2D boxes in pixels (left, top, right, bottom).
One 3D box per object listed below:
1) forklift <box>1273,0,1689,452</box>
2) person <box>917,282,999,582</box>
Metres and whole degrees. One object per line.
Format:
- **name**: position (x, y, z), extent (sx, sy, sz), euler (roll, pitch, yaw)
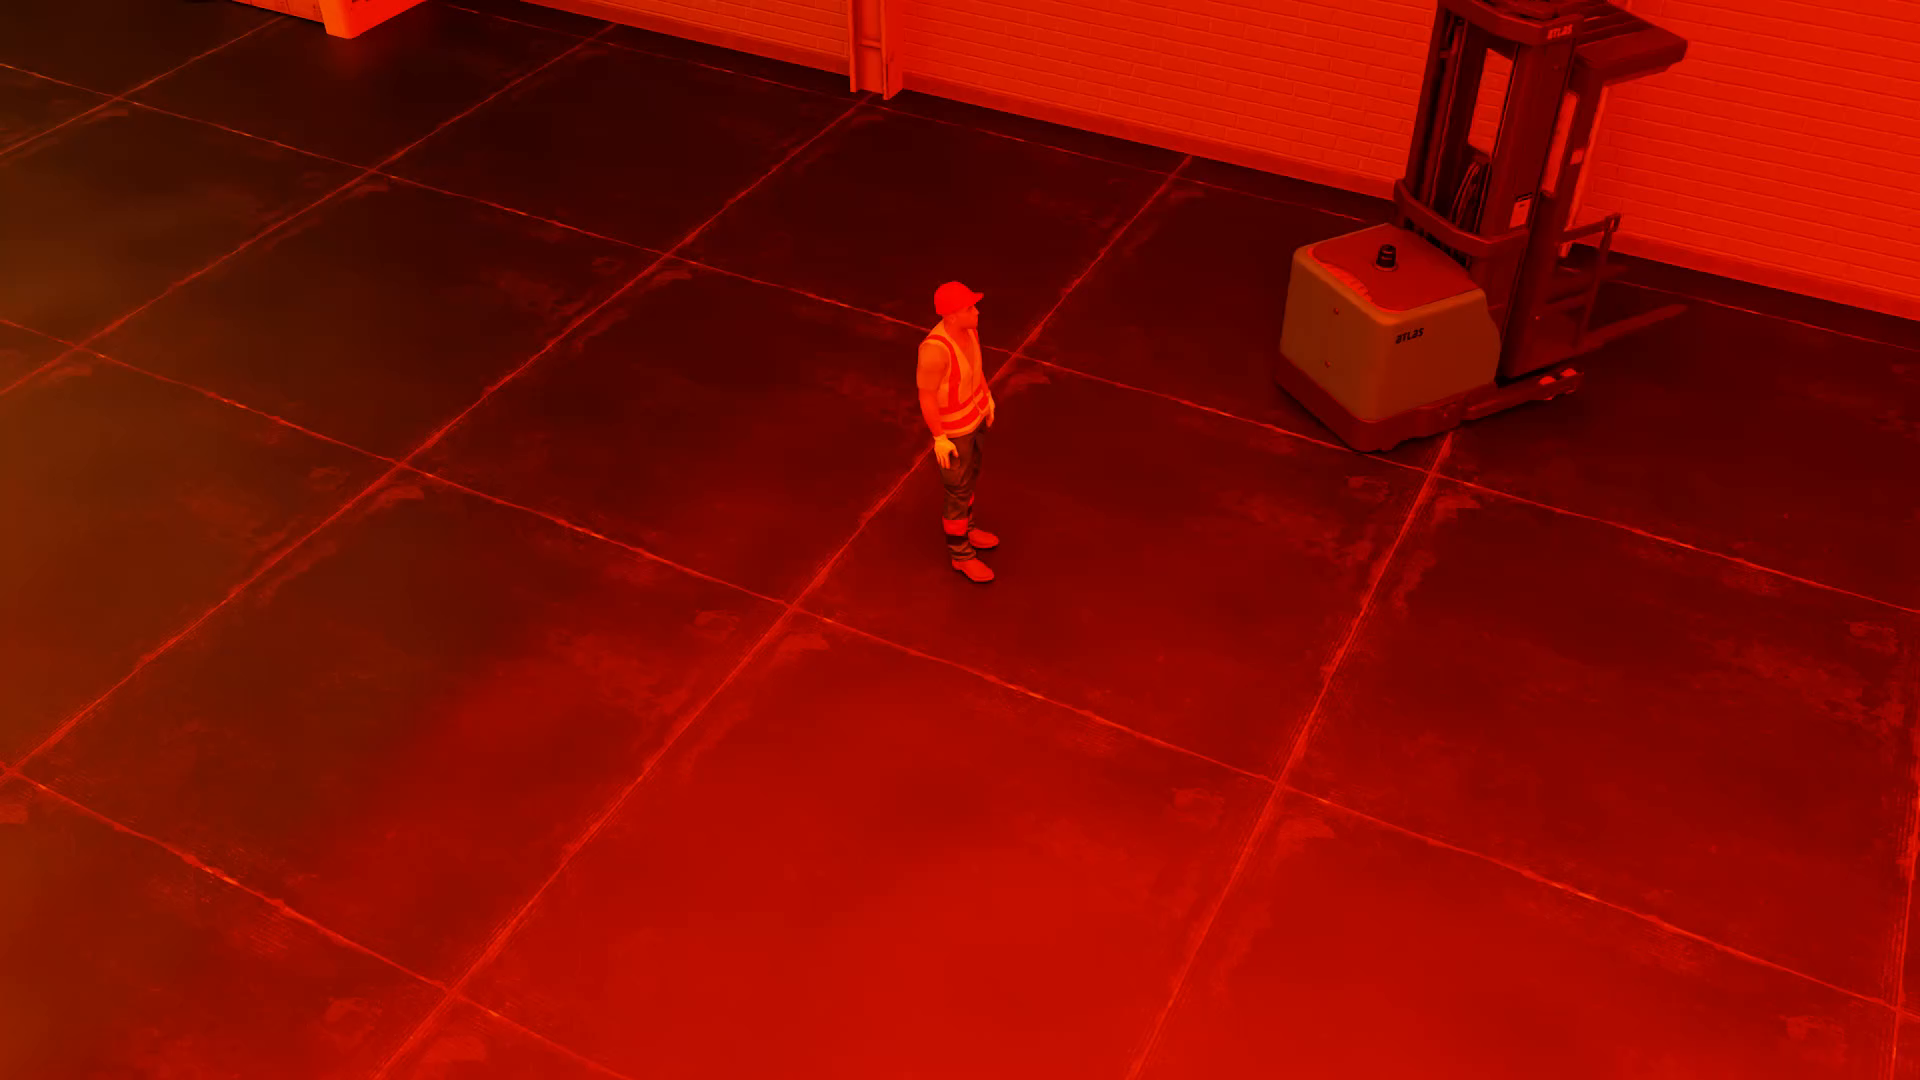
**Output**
- **forklift**: position (3.712, -2.359, 10.788), extent (3.031, 2.935, 1.130), euler (-18, 43, -20)
- **person**: position (0.066, -0.660, 9.645), extent (0.564, 1.787, 0.638), euler (18, 43, 21)
